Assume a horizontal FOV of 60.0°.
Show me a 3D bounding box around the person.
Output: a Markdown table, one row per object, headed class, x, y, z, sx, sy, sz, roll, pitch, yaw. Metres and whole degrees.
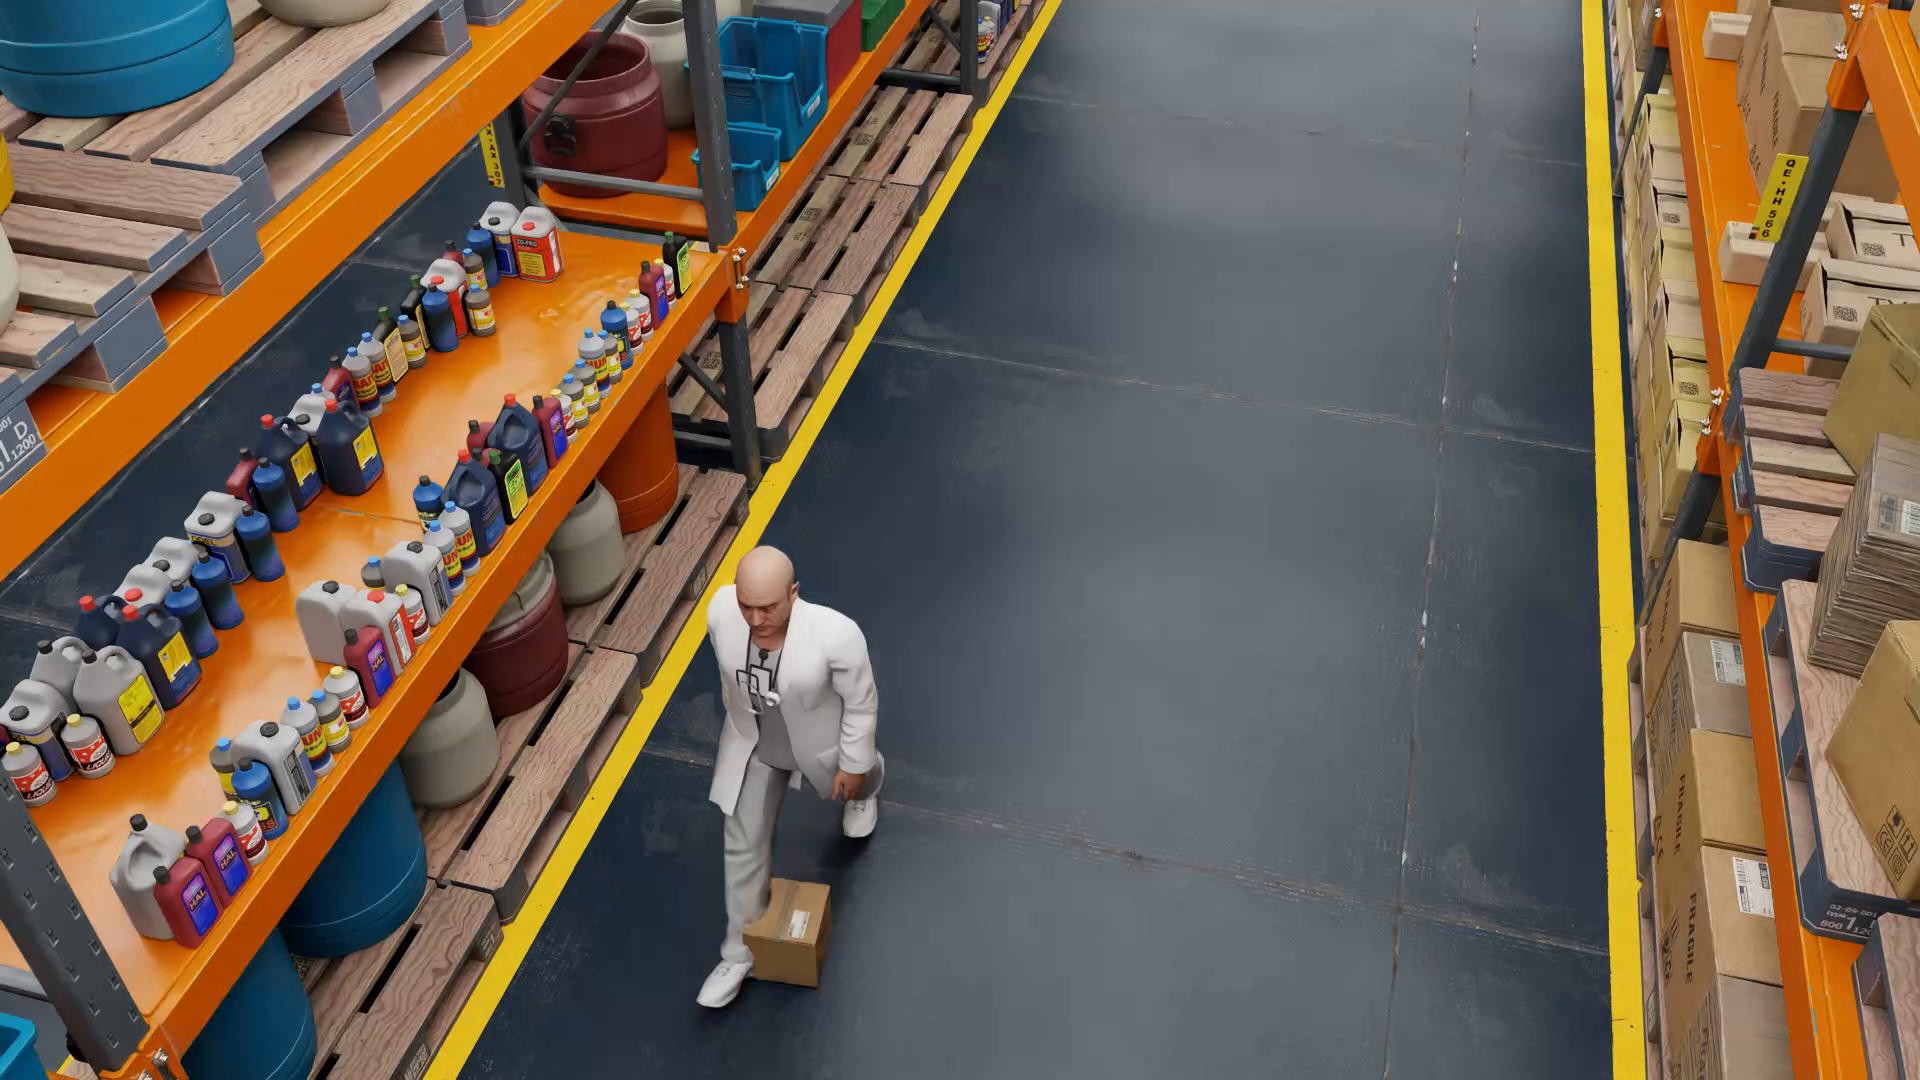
| class | x | y | z | sx | sy | sz | roll | pitch | yaw |
| --- | --- | --- | --- | --- | --- | --- | --- | --- | --- |
| person | -0.538 | 0.654 | 5.457 | 0.586 | 1.698 | 1.216 | 9 | 41 | 10 |
